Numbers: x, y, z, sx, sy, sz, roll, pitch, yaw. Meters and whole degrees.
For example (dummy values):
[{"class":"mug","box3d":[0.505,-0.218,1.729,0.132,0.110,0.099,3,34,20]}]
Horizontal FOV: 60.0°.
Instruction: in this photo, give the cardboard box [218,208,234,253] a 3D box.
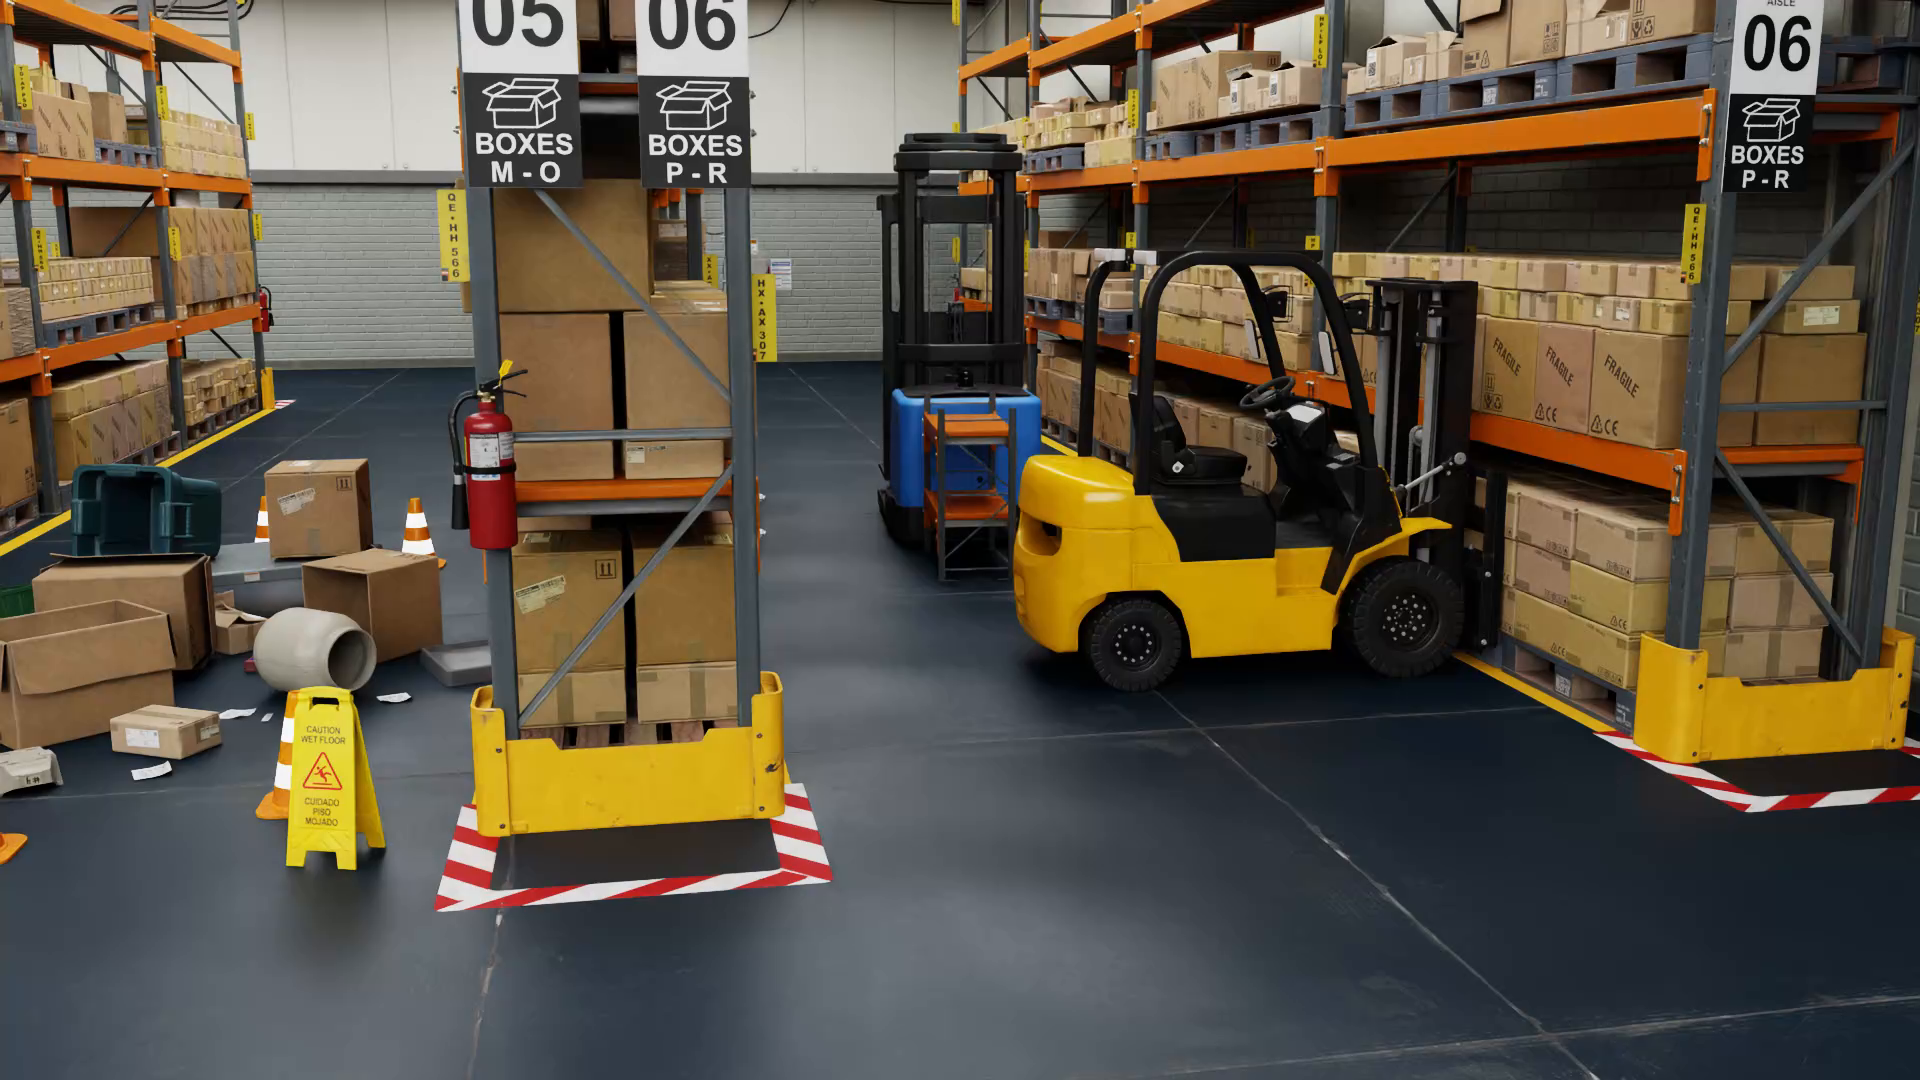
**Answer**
[{"class":"cardboard box","box3d":[-8.678,-3.546,19.068,0.500,0.500,0.500,-2,11,-8]}]

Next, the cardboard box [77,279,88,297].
[{"class":"cardboard box","box3d":[-7.767,-2.171,14.332,0.380,0.149,0.250,-2,11,-11]}]

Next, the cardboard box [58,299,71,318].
[{"class":"cardboard box","box3d":[-7.657,-1.926,13.844,0.380,0.149,0.250,-2,11,-8]}]

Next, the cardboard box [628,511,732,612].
[{"class":"cardboard box","box3d":[-1.268,0.131,7.709,0.500,0.500,0.500,-3,11,-13]}]

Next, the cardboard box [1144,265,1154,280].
[{"class":"cardboard box","box3d":[1.814,-2.334,14.433,0.380,0.149,0.250,-2,11,-9]}]

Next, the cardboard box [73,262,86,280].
[{"class":"cardboard box","box3d":[-7.767,-2.315,14.293,0.380,0.149,0.250,-2,11,-8]}]

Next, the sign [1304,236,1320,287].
[{"class":"sign","box3d":[2.288,-1.810,10.798,0.100,0.325,0.005,-2,11,-11]}]

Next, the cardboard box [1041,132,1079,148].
[{"class":"cardboard box","box3d":[1.058,-4.164,17.310,0.380,0.149,0.250,-2,11,-10]}]

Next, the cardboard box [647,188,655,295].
[{"class":"cardboard box","box3d":[-1.837,-1.438,7.993,0.700,0.500,0.500,-2,11,-11]}]

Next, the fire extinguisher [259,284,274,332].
[{"class":"fire extinguisher","box3d":[-8.816,-2.964,20.953,0.296,0.674,0.183,-2,11,-11]}]

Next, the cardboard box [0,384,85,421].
[{"class":"cardboard box","box3d":[-7.560,-1.137,13.706,0.500,0.250,0.500,-3,11,-14]}]

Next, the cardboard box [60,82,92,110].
[{"class":"cardboard box","box3d":[-8.270,-3.831,14.883,0.797,0.503,0.637,-2,11,-12]}]

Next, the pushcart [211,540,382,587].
[{"class":"pushcart","box3d":[-4.276,0.260,9.821,1.648,0.377,0.936,-6,13,-31]}]

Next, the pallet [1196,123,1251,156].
[{"class":"pallet","box3d":[2.481,-3.090,12.890,1.003,0.211,1.213,-2,11,-8]}]

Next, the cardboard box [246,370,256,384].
[{"class":"cardboard box","box3d":[-8.837,-1.988,20.325,0.380,0.149,0.250,-2,11,-13]}]

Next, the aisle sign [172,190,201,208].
[{"class":"aisle sign","box3d":[-9.528,-4.402,20.350,0.394,0.787,0.004,-2,11,-11]}]

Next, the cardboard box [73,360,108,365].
[{"class":"cardboard box","box3d":[-8.557,-1.591,16.087,0.500,0.250,0.500,-3,11,-14]}]

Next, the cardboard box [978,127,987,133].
[{"class":"cardboard box","box3d":[0.516,-5.018,20.783,0.500,0.250,0.500,-2,11,-12]}]

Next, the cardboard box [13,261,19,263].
[{"class":"cardboard box","box3d":[-8.508,-2.389,14.682,0.380,0.149,0.250,-2,11,-9]}]

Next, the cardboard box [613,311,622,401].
[{"class":"cardboard box","box3d":[-1.914,-0.949,8.097,0.500,0.500,0.500,-2,11,-10]}]

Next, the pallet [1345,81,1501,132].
[{"class":"pallet","box3d":[3.010,-2.576,9.923,1.003,0.211,1.213,-2,11,-11]}]

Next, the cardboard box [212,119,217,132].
[{"class":"cardboard box","box3d":[-8.716,-4.725,18.972,0.380,0.149,0.250,-2,11,-12]}]

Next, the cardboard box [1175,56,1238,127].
[{"class":"cardboard box","box3d":[2.139,-3.583,13.316,0.700,0.500,0.500,-2,11,-12]}]

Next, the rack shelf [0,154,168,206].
[{"class":"rack shelf","box3d":[-8.052,-3.142,14.585,1.077,0.370,4.000,-2,11,-11]}]

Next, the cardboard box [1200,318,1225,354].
[{"class":"cardboard box","box3d":[2.186,-1.589,12.925,0.500,0.250,0.500,-2,11,-9]}]

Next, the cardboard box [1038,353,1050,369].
[{"class":"cardboard box","box3d":[1.071,-1.990,18.458,0.380,0.149,0.250,-2,11,-8]}]

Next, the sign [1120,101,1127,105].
[{"class":"sign","box3d":[1.806,-4.711,18.465,0.100,0.325,0.005,-2,11,-11]}]

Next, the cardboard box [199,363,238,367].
[{"class":"cardboard box","box3d":[-8.712,-1.992,19.550,0.380,0.149,0.250,-3,11,-13]}]

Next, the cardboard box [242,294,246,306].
[{"class":"cardboard box","box3d":[-8.867,-2.903,20.096,0.380,0.149,0.250,-2,11,-11]}]

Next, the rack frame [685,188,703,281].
[{"class":"rack frame","box3d":[-2.050,-1.120,10.060,1.000,3.000,0.127,-2,11,-11]}]

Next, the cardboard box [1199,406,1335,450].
[{"class":"cardboard box","box3d":[2.415,-0.717,13.169,0.875,0.625,0.625,-3,11,-13]}]

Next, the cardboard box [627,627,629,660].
[{"class":"cardboard box","box3d":[-1.893,0.428,8.155,0.500,0.250,0.500,-3,11,-13]}]

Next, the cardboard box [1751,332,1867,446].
[{"class":"cardboard box","box3d":[3.773,-0.718,7.678,0.500,0.500,0.500,-2,11,-9]}]

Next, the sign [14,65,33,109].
[{"class":"sign","box3d":[-7.117,-3.440,12.633,0.100,0.325,0.005,-2,11,-11]}]

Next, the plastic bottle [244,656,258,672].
[{"class":"plastic bottle","box3d":[-3.638,0.628,8.733,0.133,0.061,0.283,0,11,-1]}]

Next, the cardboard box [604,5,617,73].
[{"class":"cardboard box","box3d":[-1.321,-2.221,7.427,0.500,0.250,0.500,-2,11,-9]}]

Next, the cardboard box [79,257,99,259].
[{"class":"cardboard box","box3d":[-8.813,-2.663,17.100,0.500,0.500,0.500,-2,11,-11]}]

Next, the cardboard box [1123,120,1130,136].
[{"class":"cardboard box","box3d":[1.704,-3.735,15.112,0.380,0.149,0.250,-2,11,-12]}]

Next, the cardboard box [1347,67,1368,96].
[{"class":"cardboard box","box3d":[2.608,-2.814,10.216,0.380,0.149,0.250,-2,11,-10]}]

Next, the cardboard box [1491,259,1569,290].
[{"class":"cardboard box","box3d":[2.974,-1.370,8.575,0.380,0.149,0.250,-2,11,-10]}]

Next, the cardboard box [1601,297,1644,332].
[{"class":"cardboard box","box3d":[3.175,-1.035,7.609,0.380,0.149,0.250,-2,11,-10]}]

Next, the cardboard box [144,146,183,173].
[{"class":"cardboard box","box3d":[-8.272,-3.883,16.956,0.500,0.250,0.500,-2,11,-8]}]

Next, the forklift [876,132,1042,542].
[{"class":"forklift","box3d":[-0.079,-1.656,13.055,1.130,2.935,3.031,-1,11,-6]}]

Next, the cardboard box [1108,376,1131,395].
[{"class":"cardboard box","box3d":[1.613,-1.462,15.685,0.380,0.149,0.250,-3,11,-14]}]

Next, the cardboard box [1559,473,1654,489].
[{"class":"cardboard box","box3d":[3.501,-0.193,8.746,0.500,0.250,0.500,-2,11,-11]}]

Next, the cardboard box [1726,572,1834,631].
[{"class":"cardboard box","box3d":[3.709,0.237,7.821,0.500,0.250,0.500,-2,11,-10]}]

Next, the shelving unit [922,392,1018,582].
[{"class":"shelving unit","box3d":[0.054,-0.382,11.197,0.538,1.125,1.048,-1,11,-6]}]

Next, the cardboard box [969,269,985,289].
[{"class":"cardboard box","box3d":[0.407,-3.389,21.587,0.500,0.250,0.500,-2,11,-10]}]

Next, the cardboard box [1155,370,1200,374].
[{"class":"cardboard box","box3d":[2.131,-1.585,16.327,0.380,0.149,0.250,-3,11,-14]}]

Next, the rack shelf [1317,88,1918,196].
[{"class":"rack shelf","box3d":[3.208,-2.055,8.871,1.077,0.370,4.000,-2,11,-11]}]

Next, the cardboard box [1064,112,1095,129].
[{"class":"cardboard box","box3d":[1.248,-4.169,16.543,0.380,0.149,0.250,-2,11,-11]}]

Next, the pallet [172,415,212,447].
[{"class":"pallet","box3d":[-8.607,-1.141,17.627,1.003,0.211,1.213,-2,11,-11]}]

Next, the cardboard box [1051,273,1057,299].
[{"class":"cardboard box","box3d":[1.156,-2.640,17.282,0.396,0.266,0.258,-2,11,-8]}]

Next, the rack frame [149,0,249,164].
[{"class":"rack frame","box3d":[-9.219,-6.070,20.019,1.000,3.000,0.127,-2,11,-11]}]

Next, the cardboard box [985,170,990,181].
[{"class":"cardboard box","box3d":[0.522,-4.501,20.471,0.380,0.149,0.250,-2,11,-11]}]

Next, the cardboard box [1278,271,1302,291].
[{"class":"cardboard box","box3d":[2.470,-1.817,11.720,0.380,0.149,0.250,-2,11,-11]}]

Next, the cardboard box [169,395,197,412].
[{"class":"cardboard box","box3d":[-8.198,-1.419,17.336,0.380,0.149,0.250,-2,11,-8]}]

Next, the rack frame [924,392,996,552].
[{"class":"rack frame","box3d":[0.000,-0.477,11.693,0.500,1.125,0.032,-1,11,-6]}]
